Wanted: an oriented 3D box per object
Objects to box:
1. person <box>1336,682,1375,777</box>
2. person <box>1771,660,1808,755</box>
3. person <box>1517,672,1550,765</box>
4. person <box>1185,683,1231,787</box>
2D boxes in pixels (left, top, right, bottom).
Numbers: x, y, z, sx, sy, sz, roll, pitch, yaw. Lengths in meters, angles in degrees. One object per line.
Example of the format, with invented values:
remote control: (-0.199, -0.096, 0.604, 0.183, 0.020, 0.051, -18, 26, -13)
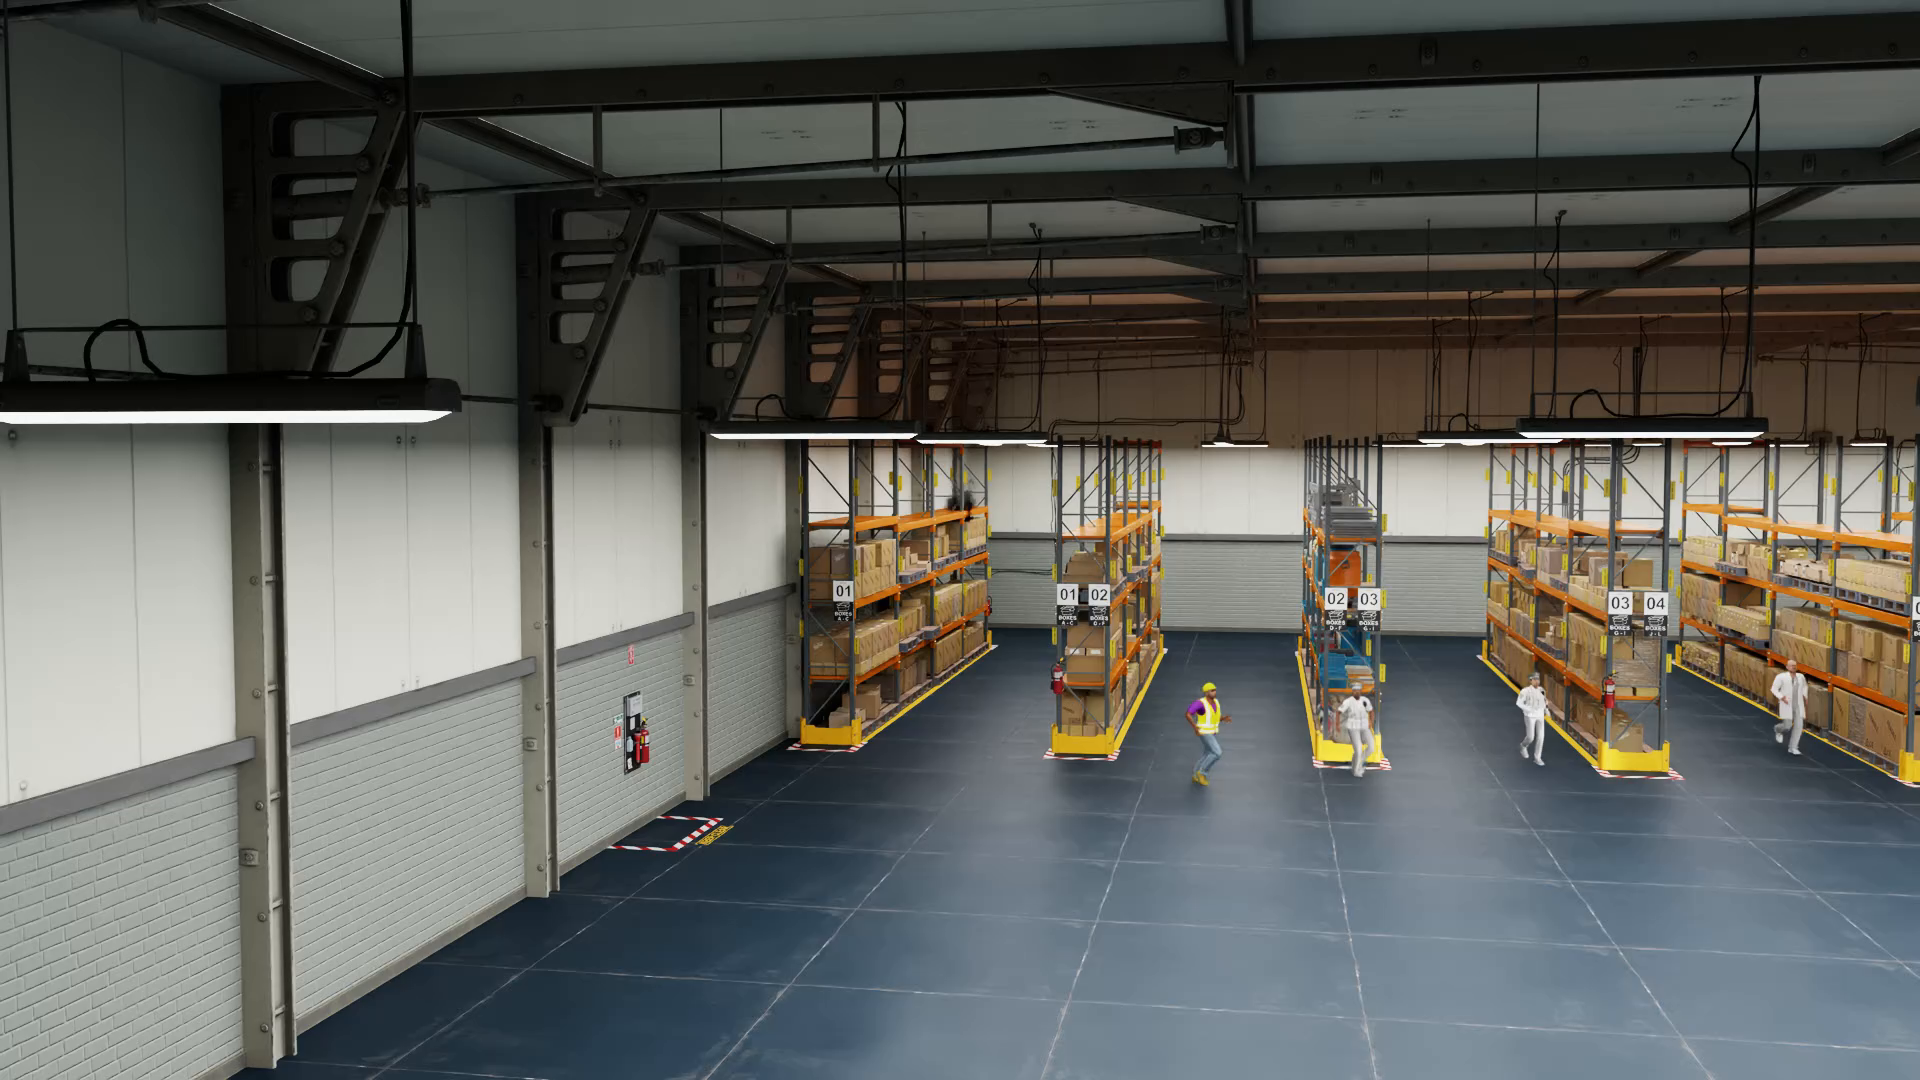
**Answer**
person: (6.985, 3.330, 29.264, 0.737, 1.664, 0.505, -1, 3, -18)
person: (15.744, 3.147, 31.506, 0.709, 1.752, 0.869, 0, 3, 4)
person: (10.501, 3.241, 30.446, 0.641, 1.672, 0.700, 0, 3, -7)
person: (4.276, 3.317, 28.396, 0.683, 1.772, 0.668, 3, 4, 41)
